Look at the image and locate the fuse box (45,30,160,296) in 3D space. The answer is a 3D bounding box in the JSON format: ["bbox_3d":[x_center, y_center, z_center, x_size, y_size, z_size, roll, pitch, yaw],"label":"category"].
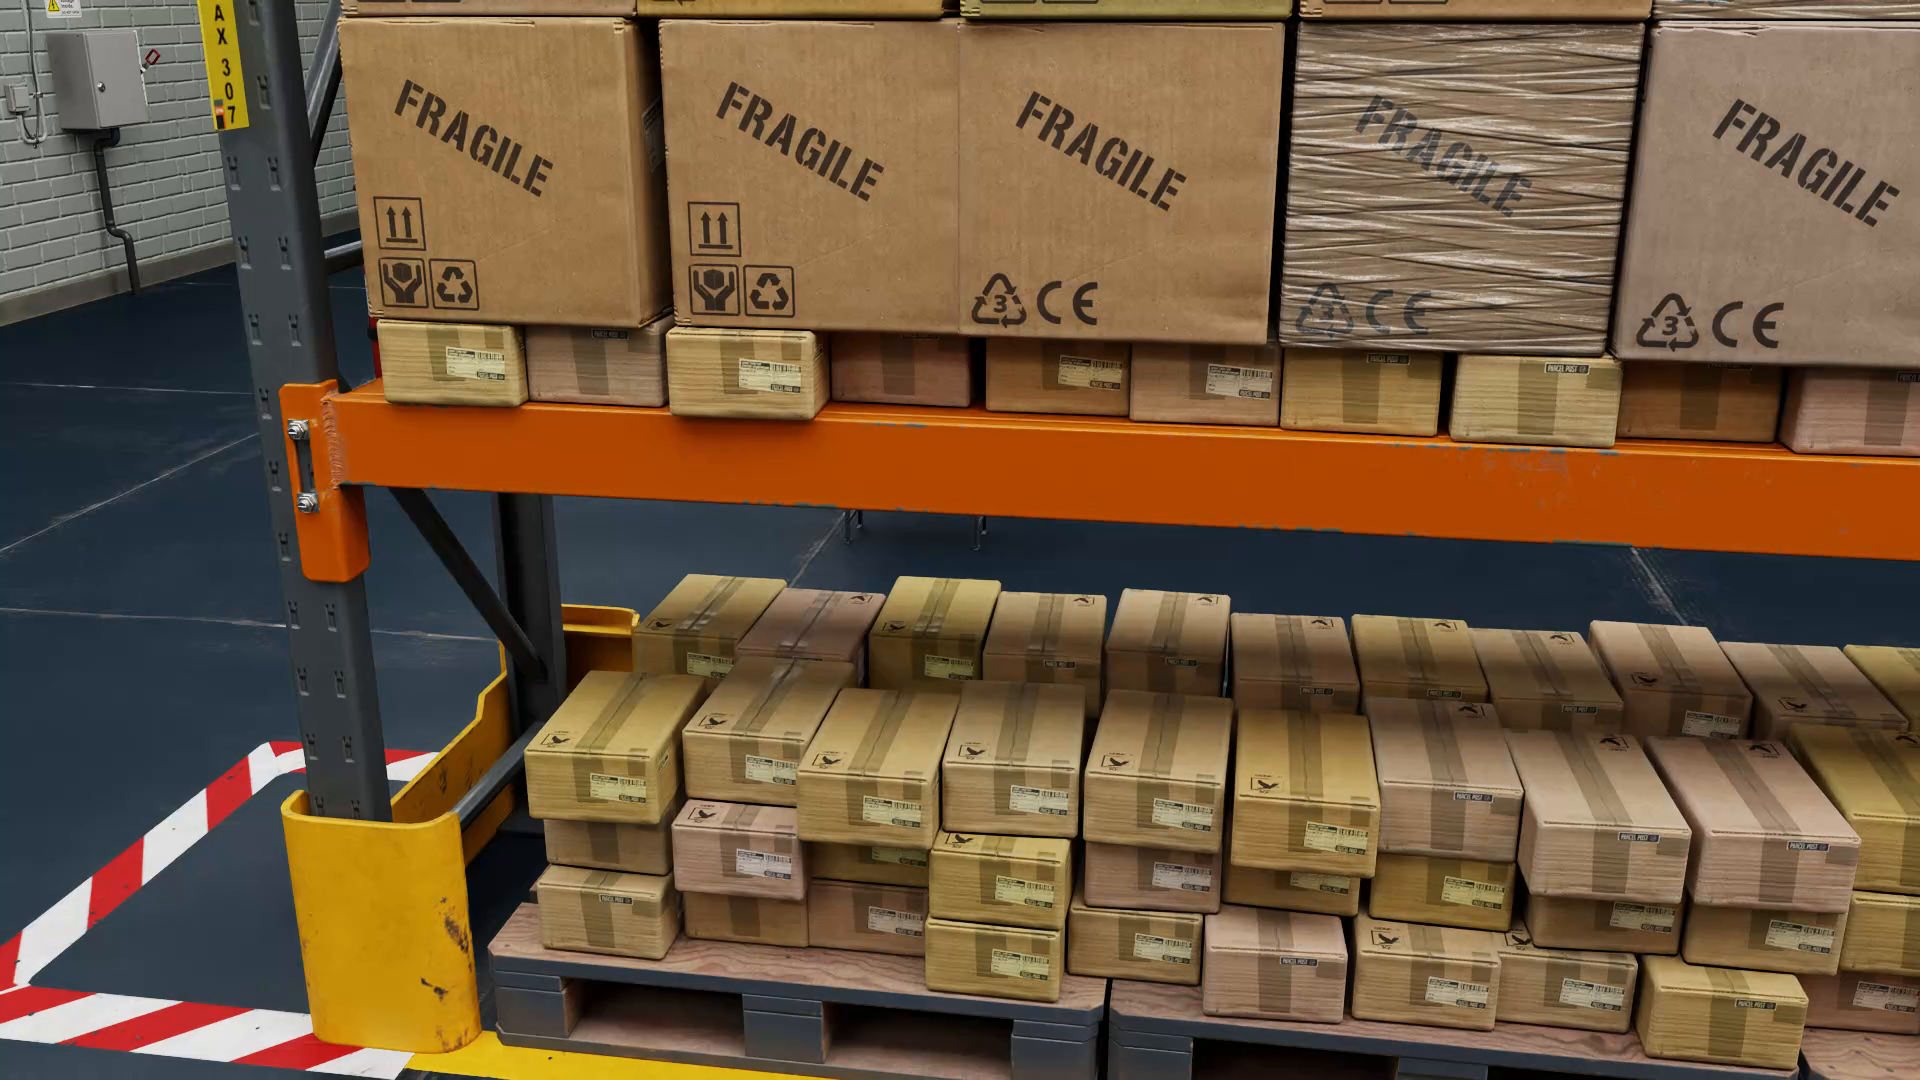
[{"bbox_3d":[-5.538,-2.474,11.001,0.414,1.711,0.539,3,19,9],"label":"fuse box"}]

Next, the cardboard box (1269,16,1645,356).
[{"bbox_3d":[0.789,-0.610,2.773,0.500,0.500,0.500,2,19,7],"label":"cardboard box"}]

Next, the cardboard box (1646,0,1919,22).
[{"bbox_3d":[1.299,-1.057,2.532,0.500,0.500,0.500,3,19,10],"label":"cardboard box"}]

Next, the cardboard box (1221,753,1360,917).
[{"bbox_3d":[0.652,0.564,3.253,0.250,0.149,0.380,4,19,11],"label":"cardboard box"}]

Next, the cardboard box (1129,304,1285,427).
[{"bbox_3d":[0.434,-0.321,2.931,0.250,0.149,0.380,3,19,8],"label":"cardboard box"}]

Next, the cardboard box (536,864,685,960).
[{"bbox_3d":[-0.663,0.677,3.382,0.250,0.149,0.380,3,19,10],"label":"cardboard box"}]

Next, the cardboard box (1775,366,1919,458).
[{"bbox_3d":[1.451,-0.259,2.745,0.250,0.149,0.380,2,19,6],"label":"cardboard box"}]

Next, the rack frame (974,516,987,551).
[{"bbox_3d":[0.077,-0.565,6.101,0.015,1.200,0.240,3,19,9],"label":"rack frame"}]

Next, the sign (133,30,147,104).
[{"bbox_3d":[-5.664,-3.205,11.305,0.001,0.494,0.329,3,19,9],"label":"sign"}]

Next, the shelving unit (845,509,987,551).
[{"bbox_3d":[-0.163,-0.577,6.138,0.503,1.200,0.258,3,19,9],"label":"shelving unit"}]

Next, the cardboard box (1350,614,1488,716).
[{"bbox_3d":[0.974,0.301,3.570,0.250,0.149,0.380,3,19,9],"label":"cardboard box"}]

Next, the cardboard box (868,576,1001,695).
[{"bbox_3d":[-0.051,0.220,3.813,0.250,0.149,0.380,3,19,7],"label":"cardboard box"}]

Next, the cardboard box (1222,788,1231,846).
[{"bbox_3d":[0.715,0.555,3.748,0.250,0.149,0.380,3,19,10],"label":"cardboard box"}]

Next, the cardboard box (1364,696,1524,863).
[{"bbox_3d":[0.900,0.444,3.142,0.250,0.149,0.380,3,19,9],"label":"cardboard box"}]

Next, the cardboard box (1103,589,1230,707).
[{"bbox_3d":[0.468,0.249,3.726,0.250,0.149,0.380,4,19,11],"label":"cardboard box"}]

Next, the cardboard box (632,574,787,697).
[{"bbox_3d":[-0.566,0.216,3.824,0.250,0.149,0.380,3,19,9],"label":"cardboard box"}]

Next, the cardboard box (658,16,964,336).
[{"bbox_3d":[-0.197,-0.662,2.929,0.500,0.500,0.500,3,19,9],"label":"cardboard box"}]

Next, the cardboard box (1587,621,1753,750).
[{"bbox_3d":[1.493,0.314,3.532,0.250,0.149,0.380,3,19,10],"label":"cardboard box"}]

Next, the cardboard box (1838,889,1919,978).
[{"bbox_3d":[1.690,0.634,3.044,0.250,0.149,0.380,3,19,9],"label":"cardboard box"}]

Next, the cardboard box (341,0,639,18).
[{"bbox_3d":[-0.728,-1.159,2.837,0.500,0.500,0.500,3,19,8],"label":"cardboard box"}]

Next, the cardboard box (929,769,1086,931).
[{"bbox_3d":[0.101,0.579,3.206,0.250,0.149,0.380,4,19,10],"label":"cardboard box"}]

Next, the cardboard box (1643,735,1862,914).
[{"bbox_3d":[1.396,0.501,2.973,0.250,0.149,0.380,2,19,6],"label":"cardboard box"}]

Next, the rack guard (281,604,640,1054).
[{"bbox_3d":[-1.054,0.587,3.760,0.348,0.500,1.175,3,19,9],"label":"rack guard"}]

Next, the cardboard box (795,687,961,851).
[{"bbox_3d":[-0.146,0.430,3.183,0.250,0.149,0.380,3,19,9],"label":"cardboard box"}]

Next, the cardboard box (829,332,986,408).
[{"bbox_3d":[-0.069,-0.364,3.059,0.250,0.149,0.380,4,19,11],"label":"cardboard box"}]

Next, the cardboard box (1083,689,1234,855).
[{"bbox_3d":[0.384,0.434,3.173,0.250,0.149,0.380,4,19,11],"label":"cardboard box"}]

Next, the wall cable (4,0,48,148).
[{"bbox_3d":[-5.801,-3.361,10.020,0.122,1.984,0.588,3,19,9],"label":"wall cable"}]

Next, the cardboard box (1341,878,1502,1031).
[{"bbox_3d":[0.867,0.751,3.162,0.250,0.149,0.380,3,19,9],"label":"cardboard box"}]

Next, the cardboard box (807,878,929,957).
[{"bbox_3d":[-0.145,0.675,3.389,0.250,0.149,0.380,3,19,9],"label":"cardboard box"}]

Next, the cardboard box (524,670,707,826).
[{"bbox_3d":[-0.666,0.401,3.270,0.250,0.149,0.380,2,19,6],"label":"cardboard box"}]

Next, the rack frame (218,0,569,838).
[{"bbox_3d":[-1.129,-0.602,3.375,0.127,3.000,1.000,3,19,9],"label":"rack frame"}]

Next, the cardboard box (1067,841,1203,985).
[{"bbox_3d":[0.357,0.705,3.299,0.250,0.149,0.380,3,19,9],"label":"cardboard box"}]

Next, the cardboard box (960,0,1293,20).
[{"bbox_3d":[0.281,-1.102,2.668,0.500,0.500,0.500,2,19,7],"label":"cardboard box"}]

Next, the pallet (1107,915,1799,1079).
[{"bbox_3d":[0.943,0.838,3.465,1.213,0.211,1.003,3,19,9],"label":"pallet"}]

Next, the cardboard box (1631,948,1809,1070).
[{"bbox_3d":[1.357,0.787,3.055,0.250,0.149,0.380,3,19,9],"label":"cardboard box"}]

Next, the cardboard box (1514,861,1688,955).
[{"bbox_3d":[1.174,0.607,3.123,0.250,0.149,0.380,2,19,6],"label":"cardboard box"}]

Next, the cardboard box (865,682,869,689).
[{"bbox_3d":[-0.313,0.377,3.812,0.250,0.149,0.380,2,19,7],"label":"cardboard box"}]

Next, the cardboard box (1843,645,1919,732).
[{"bbox_3d":[1.993,0.358,3.400,0.250,0.149,0.380,3,19,8],"label":"cardboard box"}]

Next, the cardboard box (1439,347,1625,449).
[{"bbox_3d":[0.946,-0.279,2.805,0.250,0.149,0.380,3,19,10],"label":"cardboard box"}]

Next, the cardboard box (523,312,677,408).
[{"bbox_3d":[-0.603,-0.364,3.060,0.250,0.149,0.380,4,19,11],"label":"cardboard box"}]

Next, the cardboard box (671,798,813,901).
[{"bbox_3d":[-0.391,0.548,3.301,0.250,0.149,0.380,3,19,8],"label":"cardboard box"}]
